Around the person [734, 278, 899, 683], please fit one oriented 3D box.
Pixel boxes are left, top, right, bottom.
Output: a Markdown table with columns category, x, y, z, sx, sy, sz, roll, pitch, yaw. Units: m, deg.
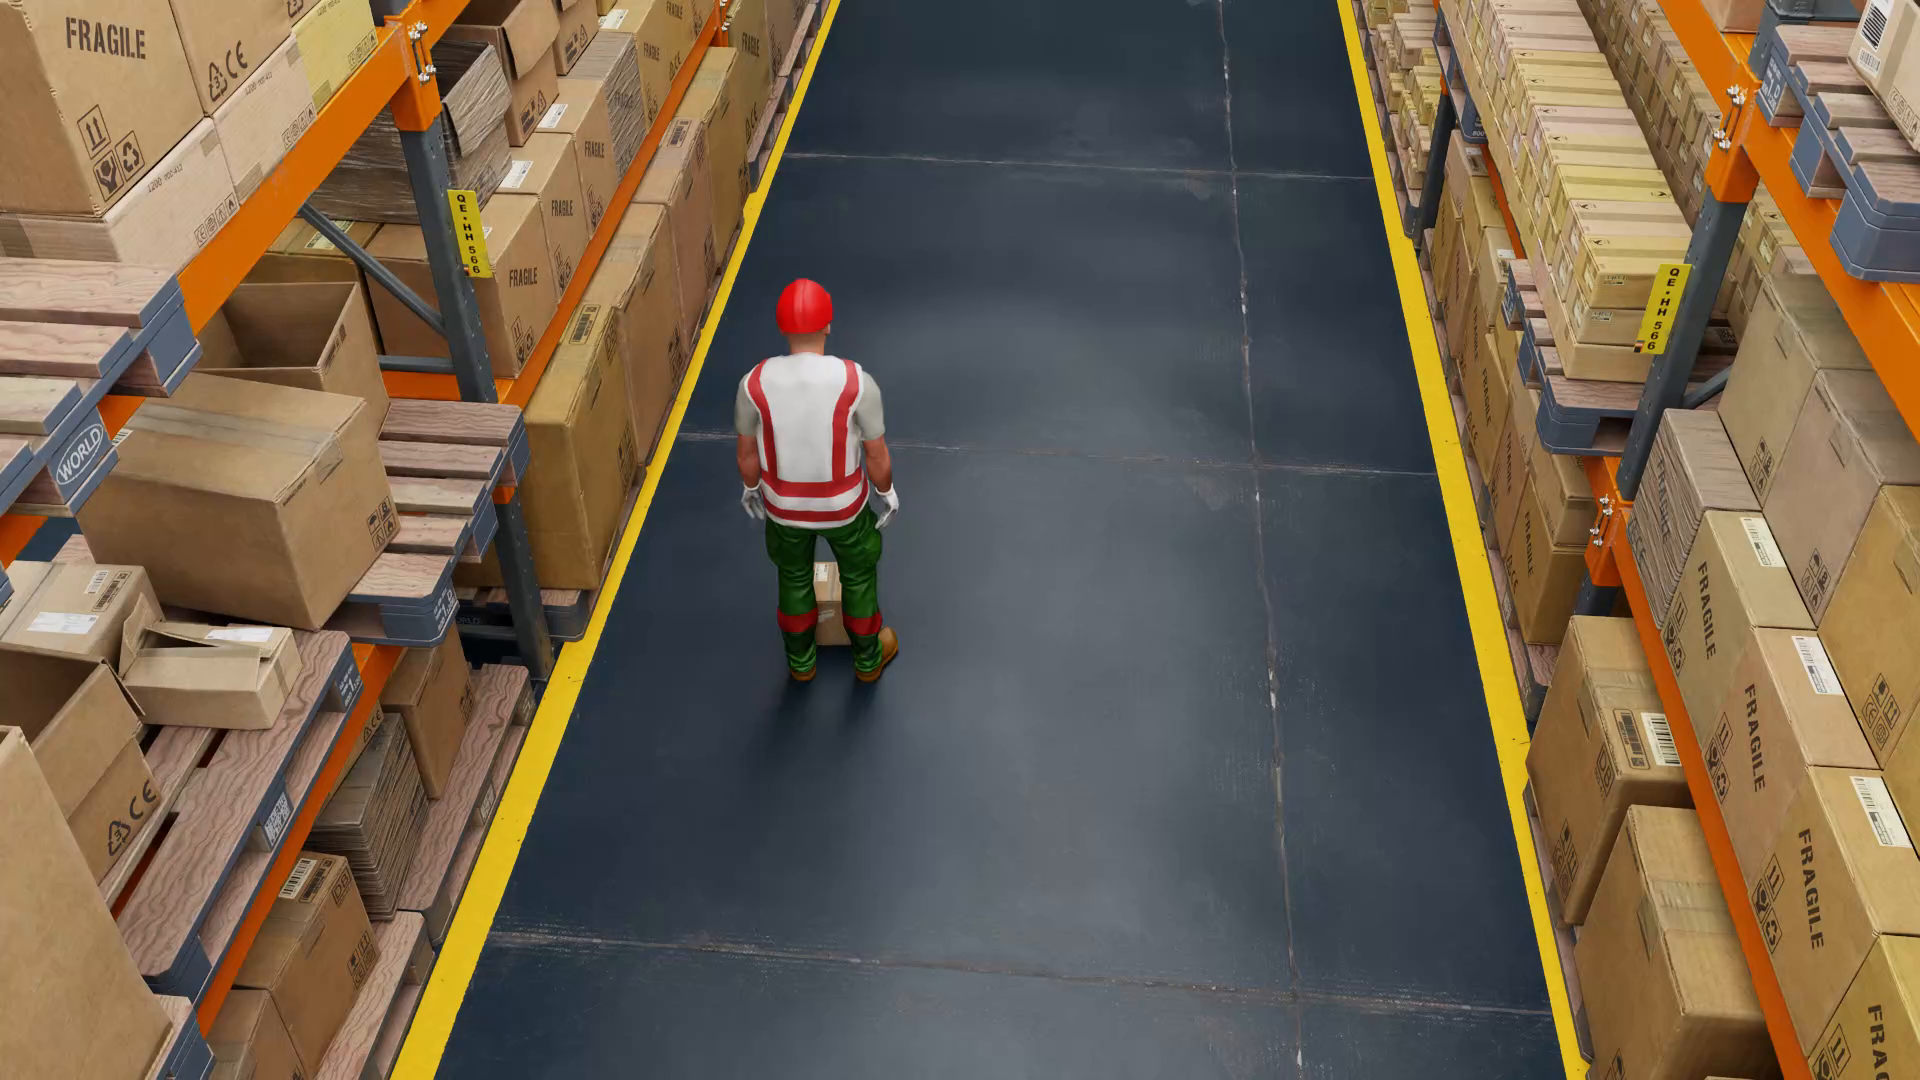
| category | x | y | z | sx | sy | sz | roll | pitch | yaw |
| --- | --- | --- | --- | --- | --- | --- | --- | --- | --- |
| person | -0.538 | -0.176 | 6.356 | 0.607 | 1.779 | 0.451 | 3 | 40 | 3 |
